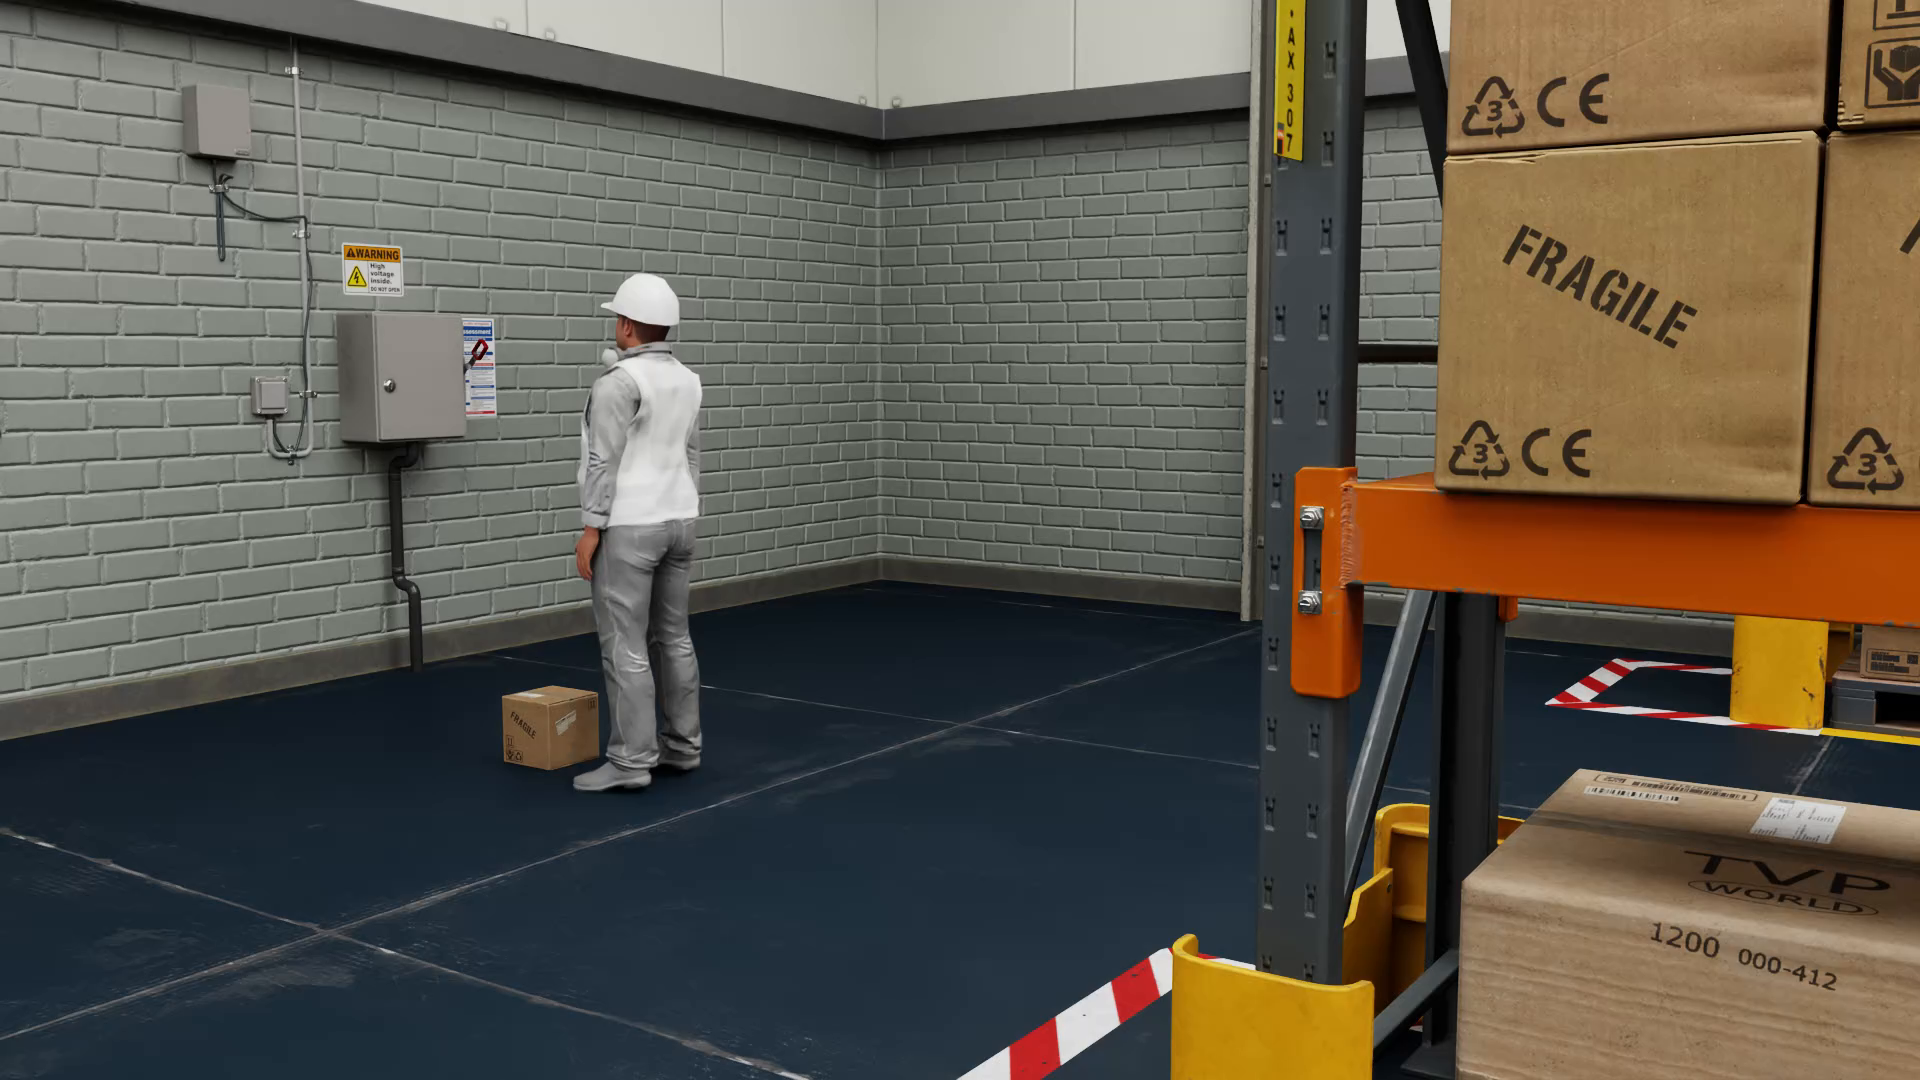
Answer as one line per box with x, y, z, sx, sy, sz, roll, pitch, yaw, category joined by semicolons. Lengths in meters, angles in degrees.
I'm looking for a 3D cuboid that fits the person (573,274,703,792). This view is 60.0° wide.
-1.130;-0.031;5.881;0.357;1.798;0.543;3;7;27;person
